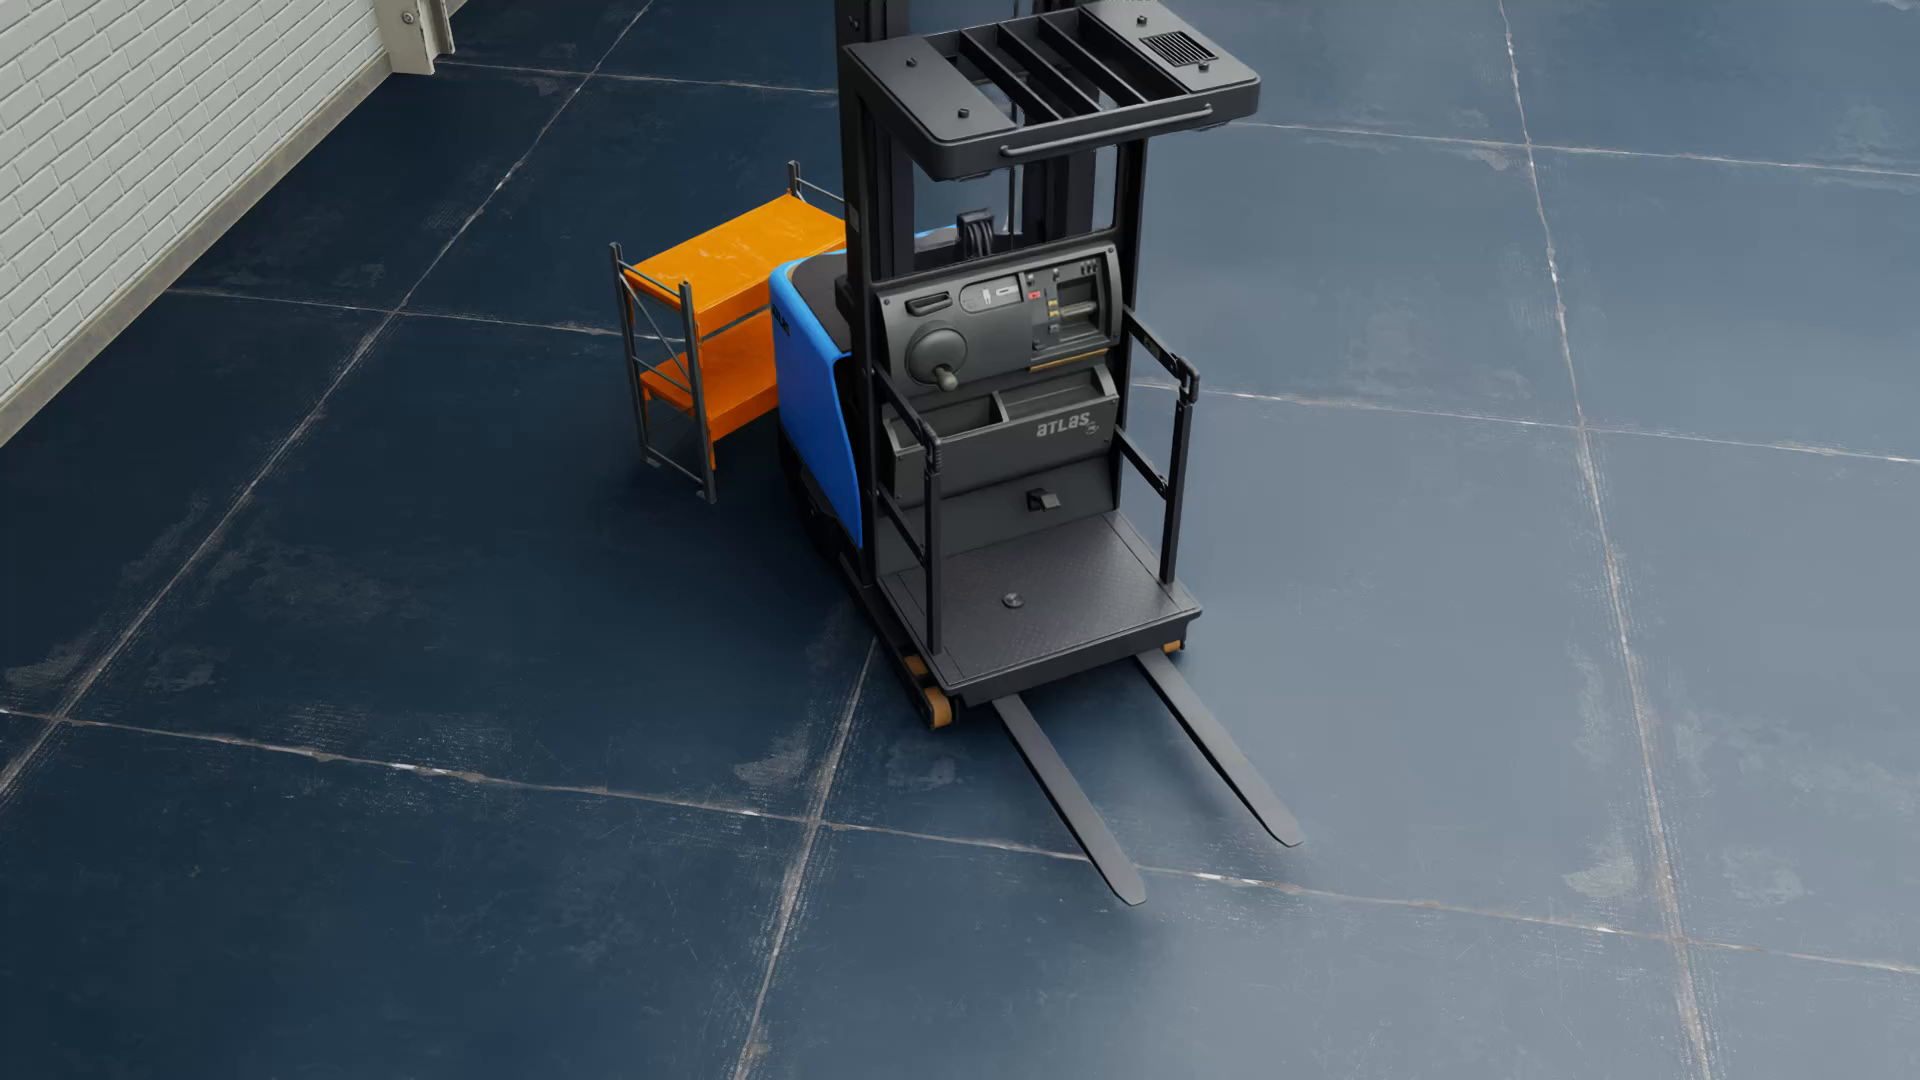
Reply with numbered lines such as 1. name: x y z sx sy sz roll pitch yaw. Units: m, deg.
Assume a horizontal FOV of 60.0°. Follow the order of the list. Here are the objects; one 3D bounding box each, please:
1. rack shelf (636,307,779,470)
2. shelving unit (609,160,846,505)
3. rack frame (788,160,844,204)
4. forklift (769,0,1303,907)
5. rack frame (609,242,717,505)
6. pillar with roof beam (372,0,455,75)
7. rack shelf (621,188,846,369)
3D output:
1. rack shelf: -0.937 -0.756 7.665 0.538 0.278 1.000 31 49 32
2. shelving unit: -0.937 -0.945 7.509 0.538 1.125 1.048 31 49 32
3. rack frame: -0.590 -1.181 7.795 0.500 1.125 0.032 31 49 32
4. forklift: 0.246 -0.724 5.826 1.130 2.935 3.031 -16 42 -18
5. rack frame: -1.285 -0.708 7.223 0.500 1.125 0.032 31 49 32
6. pillar with roof beam: 0.640 -6.199 7.686 9.100 9.000 0.400 6 40 8
7. rack shelf: -0.937 -1.170 7.323 0.538 0.278 1.000 31 49 32
